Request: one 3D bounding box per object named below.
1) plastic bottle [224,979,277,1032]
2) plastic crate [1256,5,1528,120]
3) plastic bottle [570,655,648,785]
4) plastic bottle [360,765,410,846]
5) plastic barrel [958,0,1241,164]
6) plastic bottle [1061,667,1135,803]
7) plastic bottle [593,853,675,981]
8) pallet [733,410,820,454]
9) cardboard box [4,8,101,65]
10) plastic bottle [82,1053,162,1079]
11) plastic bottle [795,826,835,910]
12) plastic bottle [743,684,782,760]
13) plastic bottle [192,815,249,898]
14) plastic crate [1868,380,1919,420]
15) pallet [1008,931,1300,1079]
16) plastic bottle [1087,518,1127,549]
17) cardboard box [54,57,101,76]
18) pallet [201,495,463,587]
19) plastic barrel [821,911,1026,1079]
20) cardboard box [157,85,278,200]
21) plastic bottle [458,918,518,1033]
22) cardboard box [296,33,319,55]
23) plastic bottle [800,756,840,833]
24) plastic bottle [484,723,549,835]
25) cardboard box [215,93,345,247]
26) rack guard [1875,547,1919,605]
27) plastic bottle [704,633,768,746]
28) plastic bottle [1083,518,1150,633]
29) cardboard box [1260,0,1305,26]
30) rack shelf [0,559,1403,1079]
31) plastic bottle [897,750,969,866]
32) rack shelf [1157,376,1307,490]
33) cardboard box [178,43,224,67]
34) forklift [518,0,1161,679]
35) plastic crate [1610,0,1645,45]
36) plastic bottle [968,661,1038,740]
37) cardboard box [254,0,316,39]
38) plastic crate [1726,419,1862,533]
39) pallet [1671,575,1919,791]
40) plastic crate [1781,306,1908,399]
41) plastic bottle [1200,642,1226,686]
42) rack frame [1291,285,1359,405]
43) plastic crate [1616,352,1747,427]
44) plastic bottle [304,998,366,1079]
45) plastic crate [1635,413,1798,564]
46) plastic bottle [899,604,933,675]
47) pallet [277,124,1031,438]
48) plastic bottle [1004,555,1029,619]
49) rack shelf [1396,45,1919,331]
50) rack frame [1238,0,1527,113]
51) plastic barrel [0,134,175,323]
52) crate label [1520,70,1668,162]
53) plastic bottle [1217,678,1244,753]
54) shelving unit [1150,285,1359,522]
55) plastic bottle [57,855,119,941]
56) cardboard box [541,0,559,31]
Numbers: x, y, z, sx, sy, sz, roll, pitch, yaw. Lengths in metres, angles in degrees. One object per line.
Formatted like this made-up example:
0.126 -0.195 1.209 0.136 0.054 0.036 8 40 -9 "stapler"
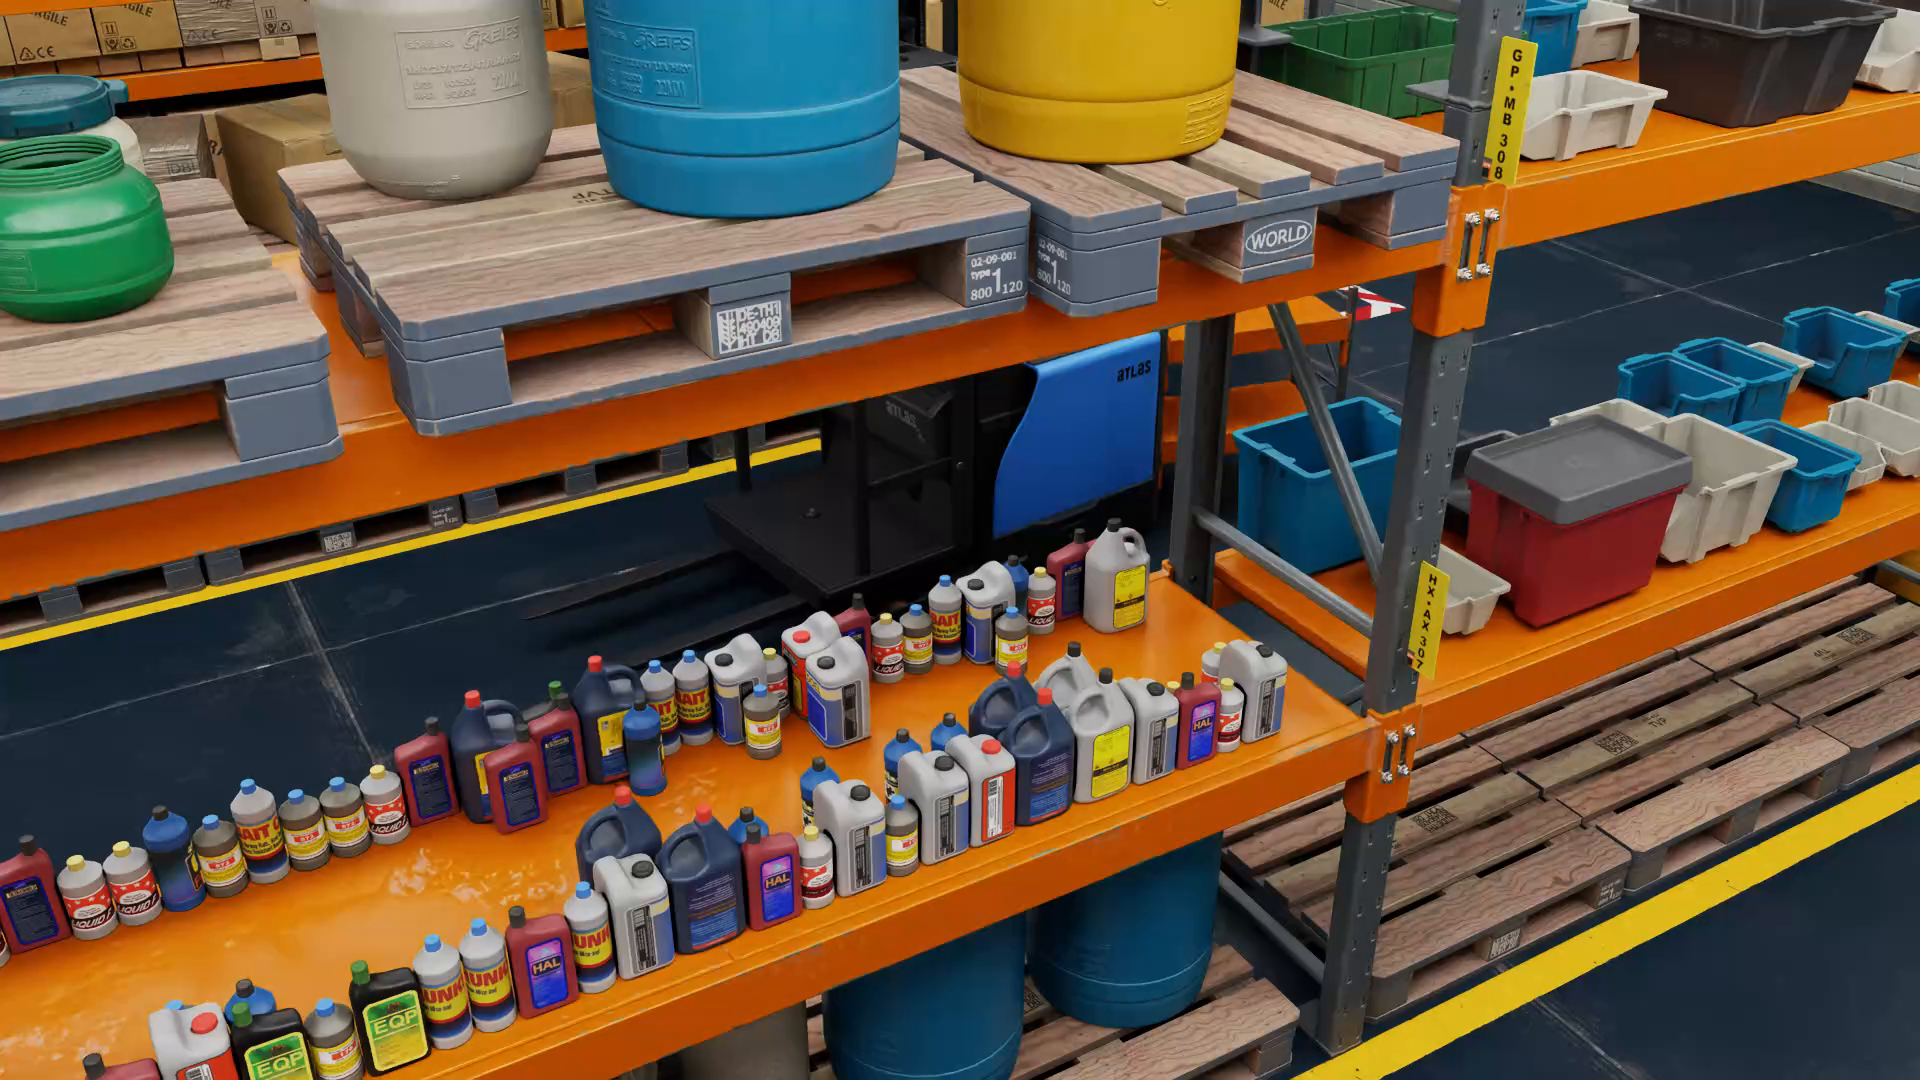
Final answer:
-1.452 1.018 3.434 0.097 0.271 0.097 0 29 0 "plastic bottle"
1.190 -1.341 4.690 0.662 0.188 0.450 -16 33 -26 "plastic crate"
-0.920 0.454 4.374 0.185 0.351 0.144 -16 33 -26 "plastic bottle"
-1.443 0.655 4.164 0.097 0.201 0.097 0 29 0 "plastic bottle"
0.294 -1.162 3.517 0.600 0.588 0.600 0 29 0 "plastic barrel"
0.352 0.492 4.304 0.185 0.351 0.144 -16 33 -26 "plastic bottle"
-0.738 0.832 3.766 0.135 0.276 0.152 -16 33 -26 "plastic bottle"
-0.935 -0.902 9.666 1.213 0.211 1.003 -16 33 -26 "pallet"
-6.056 -3.479 11.017 0.500 0.500 0.500 -16 33 -27 "cardboard box"
-1.627 1.107 3.260 0.133 0.283 0.061 -16 33 -26 "plastic bottle"
-0.350 0.770 3.956 0.097 0.201 0.097 0 29 0 "plastic bottle"
-0.533 0.482 4.478 0.097 0.201 0.097 0 29 0 "plastic bottle"
-1.778 0.750 3.992 0.097 0.201 0.097 0 29 0 "plastic bottle"
3.558 -0.441 6.155 0.243 0.136 0.396 -16 33 -26 "plastic crate"
0.292 1.502 5.310 1.213 0.211 1.003 -16 33 -26 "pallet"
0.446 0.073 5.135 0.133 0.283 0.061 -16 33 -26 "plastic bottle"
-5.993 -3.248 11.270 0.250 0.149 0.380 -15 32 -26 "cardboard box"
-3.263 -0.219 8.428 1.213 0.211 1.003 -16 33 -26 "pallet"
-0.110 1.144 4.810 0.708 0.901 0.600 -16 33 -26 "plastic barrel"
-5.300 -2.828 12.061 0.750 0.750 0.750 -15 32 -25 "cardboard box"
-1.023 0.930 3.593 0.097 0.271 0.097 0 29 0 "plastic bottle"
-4.641 -3.599 11.907 0.250 0.149 0.380 -15 32 -25 "cardboard box"
-0.343 0.652 4.097 0.097 0.271 0.097 0 29 0 "plastic bottle"
-1.120 0.598 4.183 0.133 0.283 0.061 -16 33 -26 "plastic bottle"
-3.020 -1.724 7.732 0.700 0.500 0.500 26 38 38 "cardboard box"
4.441 0.213 7.346 0.348 0.500 1.175 -16 33 -26 "rack guard"
-0.612 0.402 4.546 0.135 0.276 0.152 -16 33 -26 "plastic bottle"
0.476 0.092 5.030 0.185 0.351 0.144 -16 33 -26 "plastic bottle"
1.676 -3.192 9.791 0.500 0.500 0.500 -16 33 -27 "cardboard box"
-0.746 0.914 4.234 4.000 0.370 1.077 -16 33 -26 "rack shelf"
-0.064 0.641 4.113 0.135 0.276 0.152 -16 33 -26 "plastic bottle"
1.383 -0.565 8.616 1.000 0.278 0.538 -9 30 -16 "rack shelf"
-5.306 -3.423 11.587 0.250 0.149 0.380 -17 33 -28 "cardboard box"
-0.514 -1.087 7.186 3.031 2.935 1.130 -20 35 -32 "forklift"
2.360 -1.717 5.275 0.530 0.282 0.437 -16 33 -26 "plastic crate"
0.119 0.478 4.331 0.185 0.351 0.144 -16 33 -26 "plastic bottle"
-4.746 -3.853 11.696 0.500 0.500 0.500 -16 32 -26 "cardboard box"
2.786 -0.213 5.643 0.300 0.233 0.416 -16 33 -26 "plastic crate"
3.696 0.537 7.059 1.213 0.211 1.003 -16 33 -26 "pallet"
3.480 -0.738 6.594 0.300 0.233 0.416 -16 33 -26 "plastic crate"
0.723 0.380 4.662 0.097 0.201 0.097 0 29 0 "plastic bottle"
1.865 -0.857 8.639 0.032 1.125 0.500 -9 30 -16 "rack frame"
2.653 -0.504 6.169 0.300 0.233 0.416 -16 33 -26 "plastic crate"
-1.306 1.041 3.464 0.097 0.201 0.097 0 29 0 "plastic bottle"
2.388 -0.162 5.500 0.530 0.282 0.437 -16 33 -26 "plastic crate"
-0.127 0.281 4.841 0.097 0.201 0.097 0 29 0 "plastic bottle"
-0.624 -0.610 3.341 1.213 0.211 1.003 -16 33 -26 "pallet"
0.157 0.170 4.970 0.097 0.271 0.097 0 29 0 "plastic bottle"
2.703 -1.378 5.283 4.000 0.370 1.077 -16 33 -26 "rack shelf"
0.978 -2.517 3.498 0.127 3.000 1.000 -16 33 -26 "rack frame"
-1.440 -0.504 2.681 0.294 0.245 0.294 0 29 0 "plastic barrel"
1.547 -1.088 4.285 0.466 0.136 0.293 -16 33 -26 "crate label"
0.716 0.467 4.504 0.097 0.201 0.097 0 29 0 "plastic bottle"
1.383 -0.779 8.498 1.048 1.125 0.538 -9 30 -16 "shelving unit"
-2.030 0.822 3.862 0.097 0.201 0.097 0 29 0 "plastic bottle"
-3.565 -4.275 12.581 0.700 0.700 0.980 -15 32 -26 "cardboard box"
